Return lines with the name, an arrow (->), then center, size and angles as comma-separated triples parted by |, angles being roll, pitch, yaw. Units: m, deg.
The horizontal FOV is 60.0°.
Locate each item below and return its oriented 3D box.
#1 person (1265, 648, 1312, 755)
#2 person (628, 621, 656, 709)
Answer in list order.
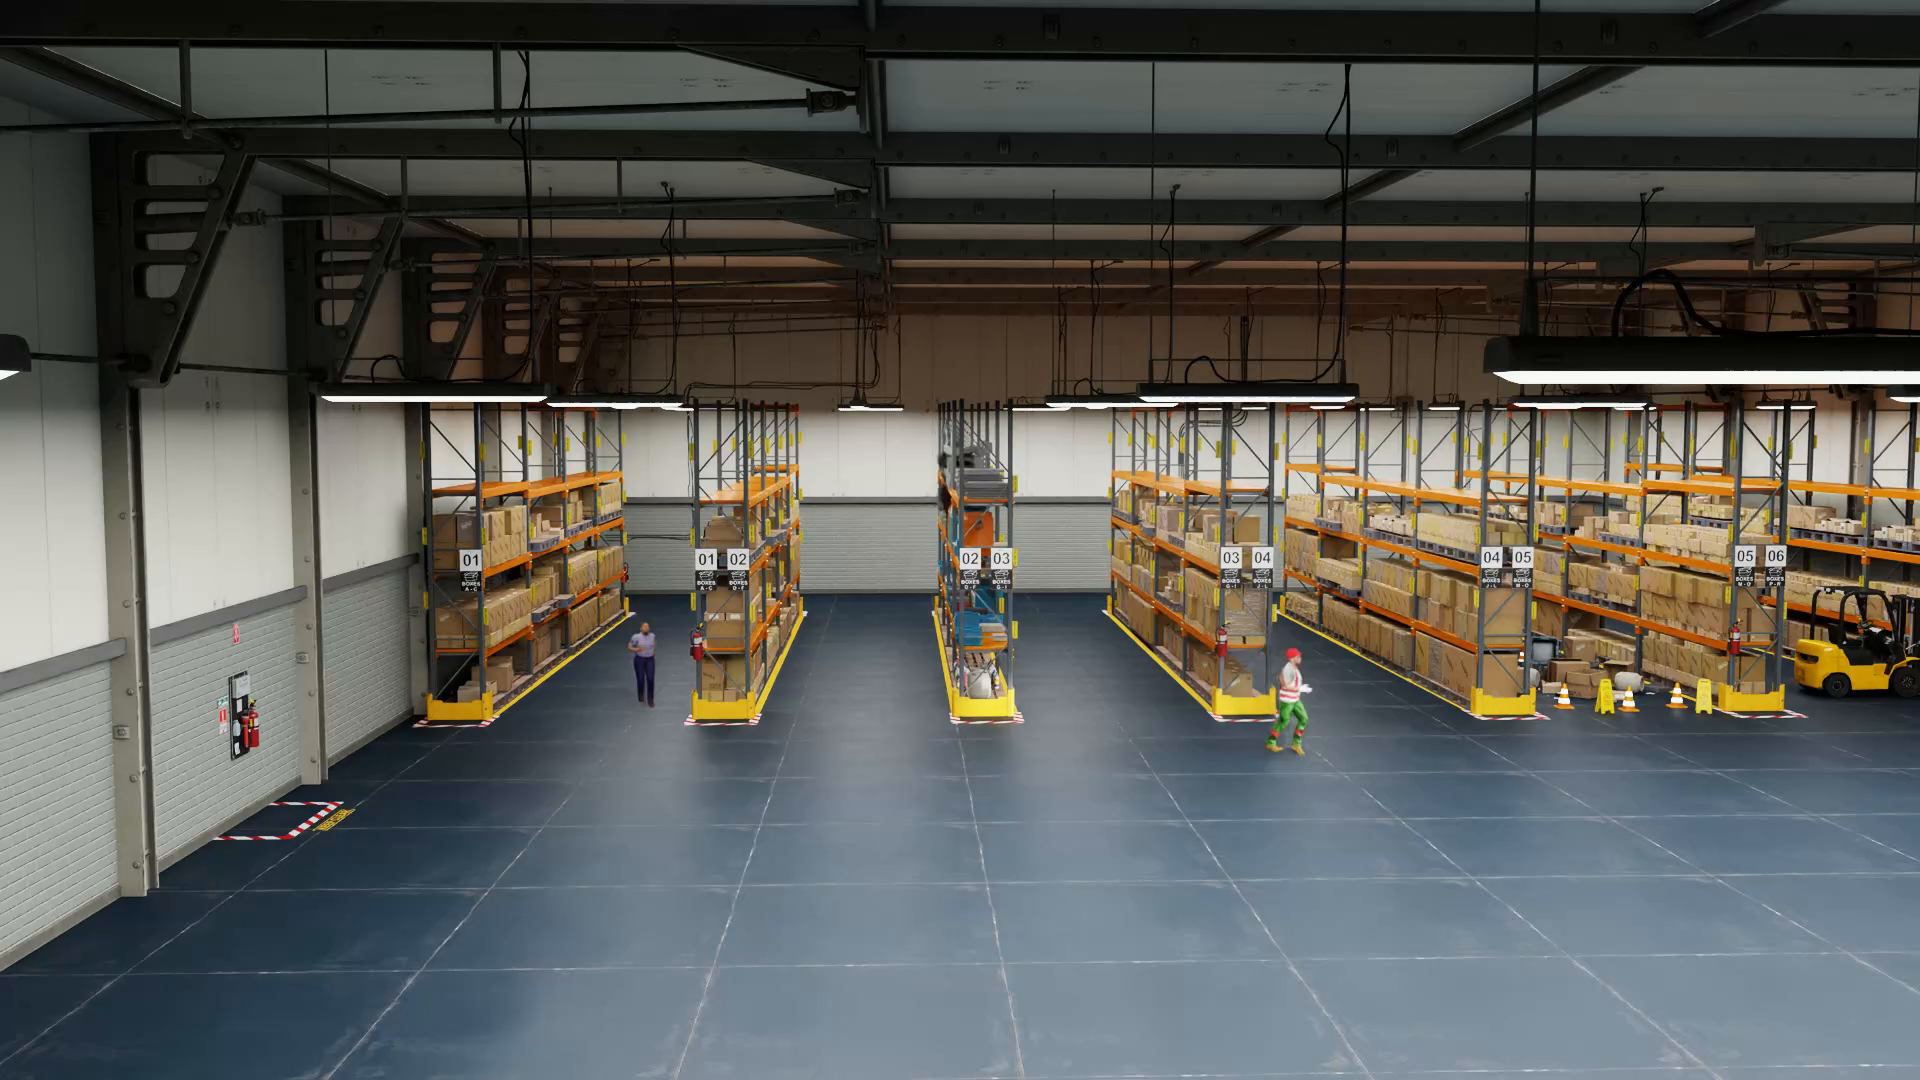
person -> 5.531, 2.727, 27.872 | 0.805, 1.839, 0.595 | 2, 5, 30
person -> -6.217, 2.434, 32.618 | 0.581, 1.697, 0.826 | -2, 5, -21
